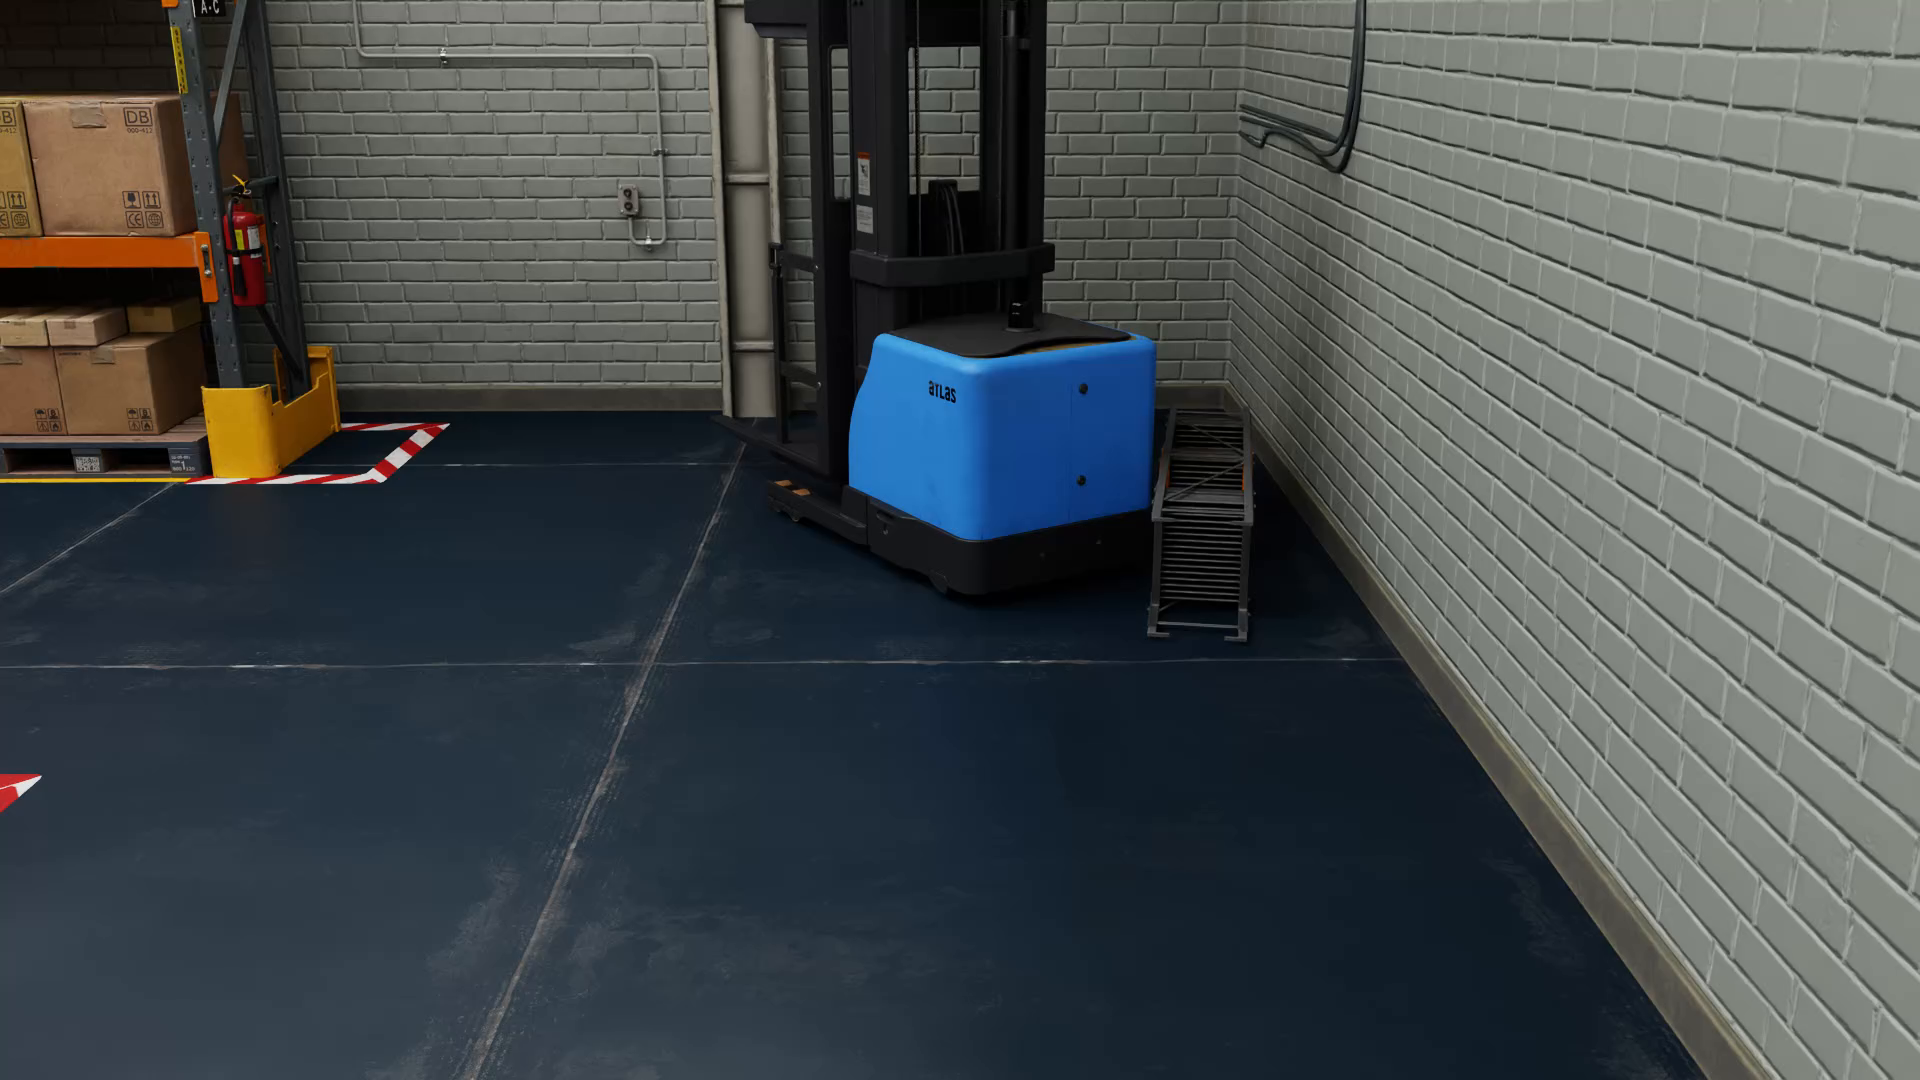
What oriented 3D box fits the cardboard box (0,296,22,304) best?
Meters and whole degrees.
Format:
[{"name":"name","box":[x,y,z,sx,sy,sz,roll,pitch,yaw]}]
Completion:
[{"name":"cardboard box","box":[-5.554,-1.284,9.484,0.250,0.149,0.380,0,18,0]}]

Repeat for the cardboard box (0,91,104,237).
[{"name":"cardboard box","box":[-5.203,-2.074,9.110,0.700,0.700,0.980,0,18,-1]}]

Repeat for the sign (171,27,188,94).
[{"name":"sign","box":[-3.971,-2.442,8.465,0.005,0.325,0.100,0,18,-1]}]

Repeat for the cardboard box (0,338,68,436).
[{"name":"cardboard box","box":[-5.165,-0.917,9.399,0.500,0.500,0.700,0,18,-1]}]

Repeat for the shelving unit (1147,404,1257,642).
[{"name":"shelving unit","box":[1.125,-0.147,7.649,0.431,0.503,2.100,3,17,9]}]

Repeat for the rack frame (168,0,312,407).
[{"name":"rack frame","box":[-3.966,-1.943,9.195,0.127,3.000,1.000,0,18,-1]}]

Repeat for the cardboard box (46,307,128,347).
[{"name":"cardboard box","box":[-4.790,-1.172,9.132,0.250,0.149,0.380,0,18,-2]}]

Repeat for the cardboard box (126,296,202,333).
[{"name":"cardboard box","box":[-4.542,-1.290,9.500,0.250,0.149,0.380,0,18,0]}]

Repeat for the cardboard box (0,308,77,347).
[{"name":"cardboard box","box":[-5.045,-1.170,9.128,0.250,0.149,0.380,0,18,1]}]

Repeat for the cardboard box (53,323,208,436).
[{"name":"cardboard box","box":[-4.664,-0.919,9.407,0.500,0.500,0.700,0,18,-1]}]

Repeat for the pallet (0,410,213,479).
[{"name":"pallet","box":[-4.764,-0.588,9.534,1.213,0.211,1.003,0,18,-1]}]

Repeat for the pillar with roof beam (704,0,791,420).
[{"name":"pillar with roof beam","box":[-1.212,-3.762,5.044,0.400,9.000,9.100,0,18,-1]}]

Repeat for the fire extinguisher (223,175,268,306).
[{"name":"fire extinguisher","box":[-3.808,-1.589,8.827,0.183,0.674,0.296,0,18,-1]}]

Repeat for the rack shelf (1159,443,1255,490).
[{"name":"rack shelf","box":[1.122,-0.143,7.636,0.431,0.480,0.518,3,17,9]}]

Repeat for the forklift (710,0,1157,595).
[{"name":"forklift","box":[-0.336,-1.556,8.099,1.130,2.935,3.031,-11,21,-31]}]

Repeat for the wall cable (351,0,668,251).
[{"name":"wall cable","box":[-2.701,-2.722,9.960,1.851,1.984,0.084,0,18,-1]}]

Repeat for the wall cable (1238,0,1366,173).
[{"name":"wall cable","box":[1.695,-3.240,8.498,0.112,2.526,3.097,0,18,-1]}]

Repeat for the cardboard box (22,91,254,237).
[{"name":"cardboard box","box":[-4.476,-2.081,9.132,0.700,0.700,0.980,1,18,2]}]

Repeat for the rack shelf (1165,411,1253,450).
[{"name":"rack shelf","box":[1.233,-0.348,8.296,0.431,0.480,0.518,3,17,9]}]

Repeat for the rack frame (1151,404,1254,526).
[{"name":"rack frame","box":[1.125,-0.380,7.576,0.400,0.015,2.100,3,17,9]}]

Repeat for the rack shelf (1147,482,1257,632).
[{"name":"rack shelf","box":[1.012,0.063,6.976,0.431,0.480,0.518,3,17,9]}]

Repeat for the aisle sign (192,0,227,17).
[{"name":"aisle sign","box":[-3.889,-3.090,8.513,0.004,0.787,0.394,0,18,-1]}]

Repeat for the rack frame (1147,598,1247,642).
[{"name":"rack frame","box":[1.124,0.086,7.721,0.400,0.015,2.100,3,17,9]}]

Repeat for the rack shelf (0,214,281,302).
[{"name":"rack shelf","box":[-5.966,-1.591,9.275,4.000,0.370,1.077,0,18,-1]}]

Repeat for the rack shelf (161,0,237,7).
[{"name":"rack shelf","box":[-5.966,-3.019,8.817,4.000,0.370,1.077,0,18,-1]}]

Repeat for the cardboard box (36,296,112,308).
[{"name":"cardboard box","box":[-5.049,-1.287,9.492,0.250,0.149,0.380,0,18,-1]}]

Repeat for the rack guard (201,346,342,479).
[{"name":"rack guard","box":[-3.942,-0.753,9.577,0.348,0.500,1.175,0,18,-1]}]

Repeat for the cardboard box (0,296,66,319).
[{"name":"cardboard box","box":[-5.299,-1.286,9.488,0.250,0.149,0.380,0,18,0]}]
